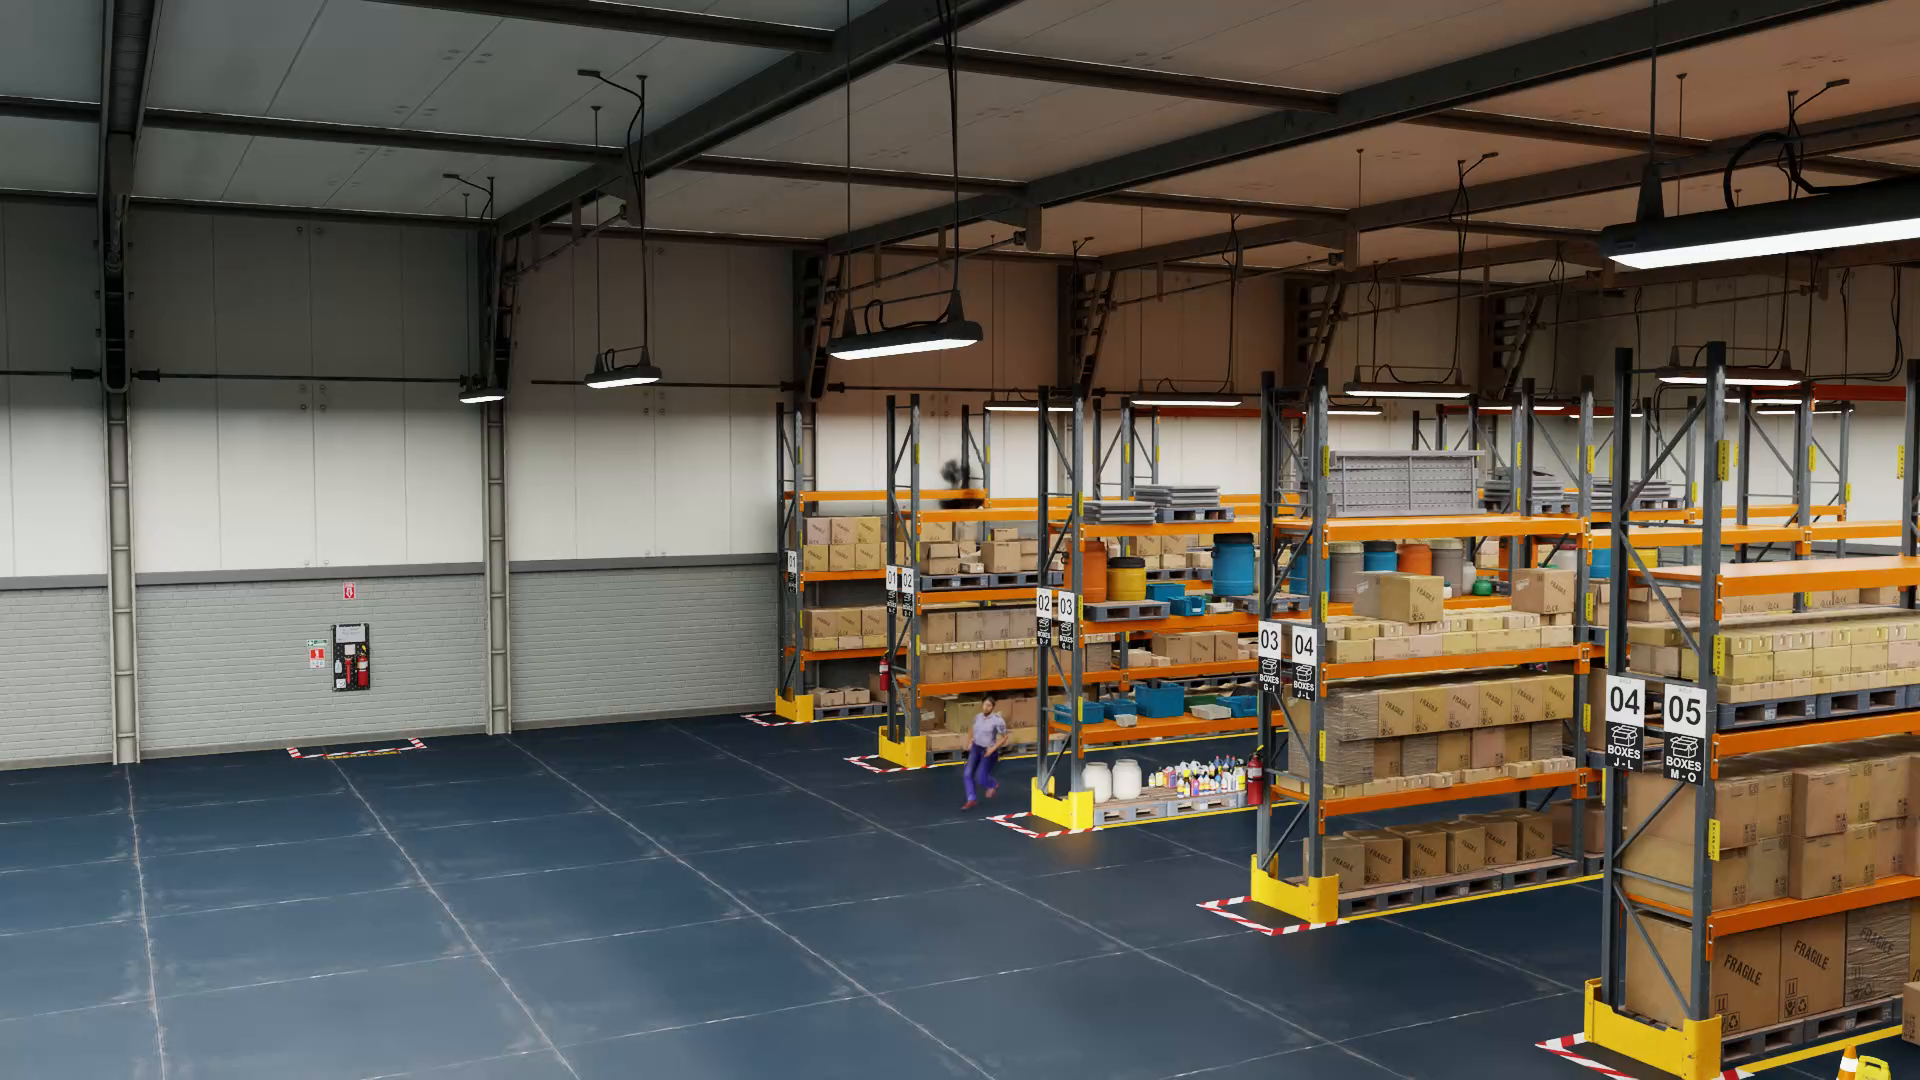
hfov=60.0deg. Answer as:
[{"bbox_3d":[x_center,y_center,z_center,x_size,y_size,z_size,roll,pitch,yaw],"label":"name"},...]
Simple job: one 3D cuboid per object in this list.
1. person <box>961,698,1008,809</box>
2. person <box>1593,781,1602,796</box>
[{"bbox_3d":[0.379,3.052,23.774,0.654,1.602,0.585,2,4,36],"label":"person"},{"bbox_3d":[9.014,3.014,23.415,0.620,1.671,0.561,-2,4,-30],"label":"person"}]
